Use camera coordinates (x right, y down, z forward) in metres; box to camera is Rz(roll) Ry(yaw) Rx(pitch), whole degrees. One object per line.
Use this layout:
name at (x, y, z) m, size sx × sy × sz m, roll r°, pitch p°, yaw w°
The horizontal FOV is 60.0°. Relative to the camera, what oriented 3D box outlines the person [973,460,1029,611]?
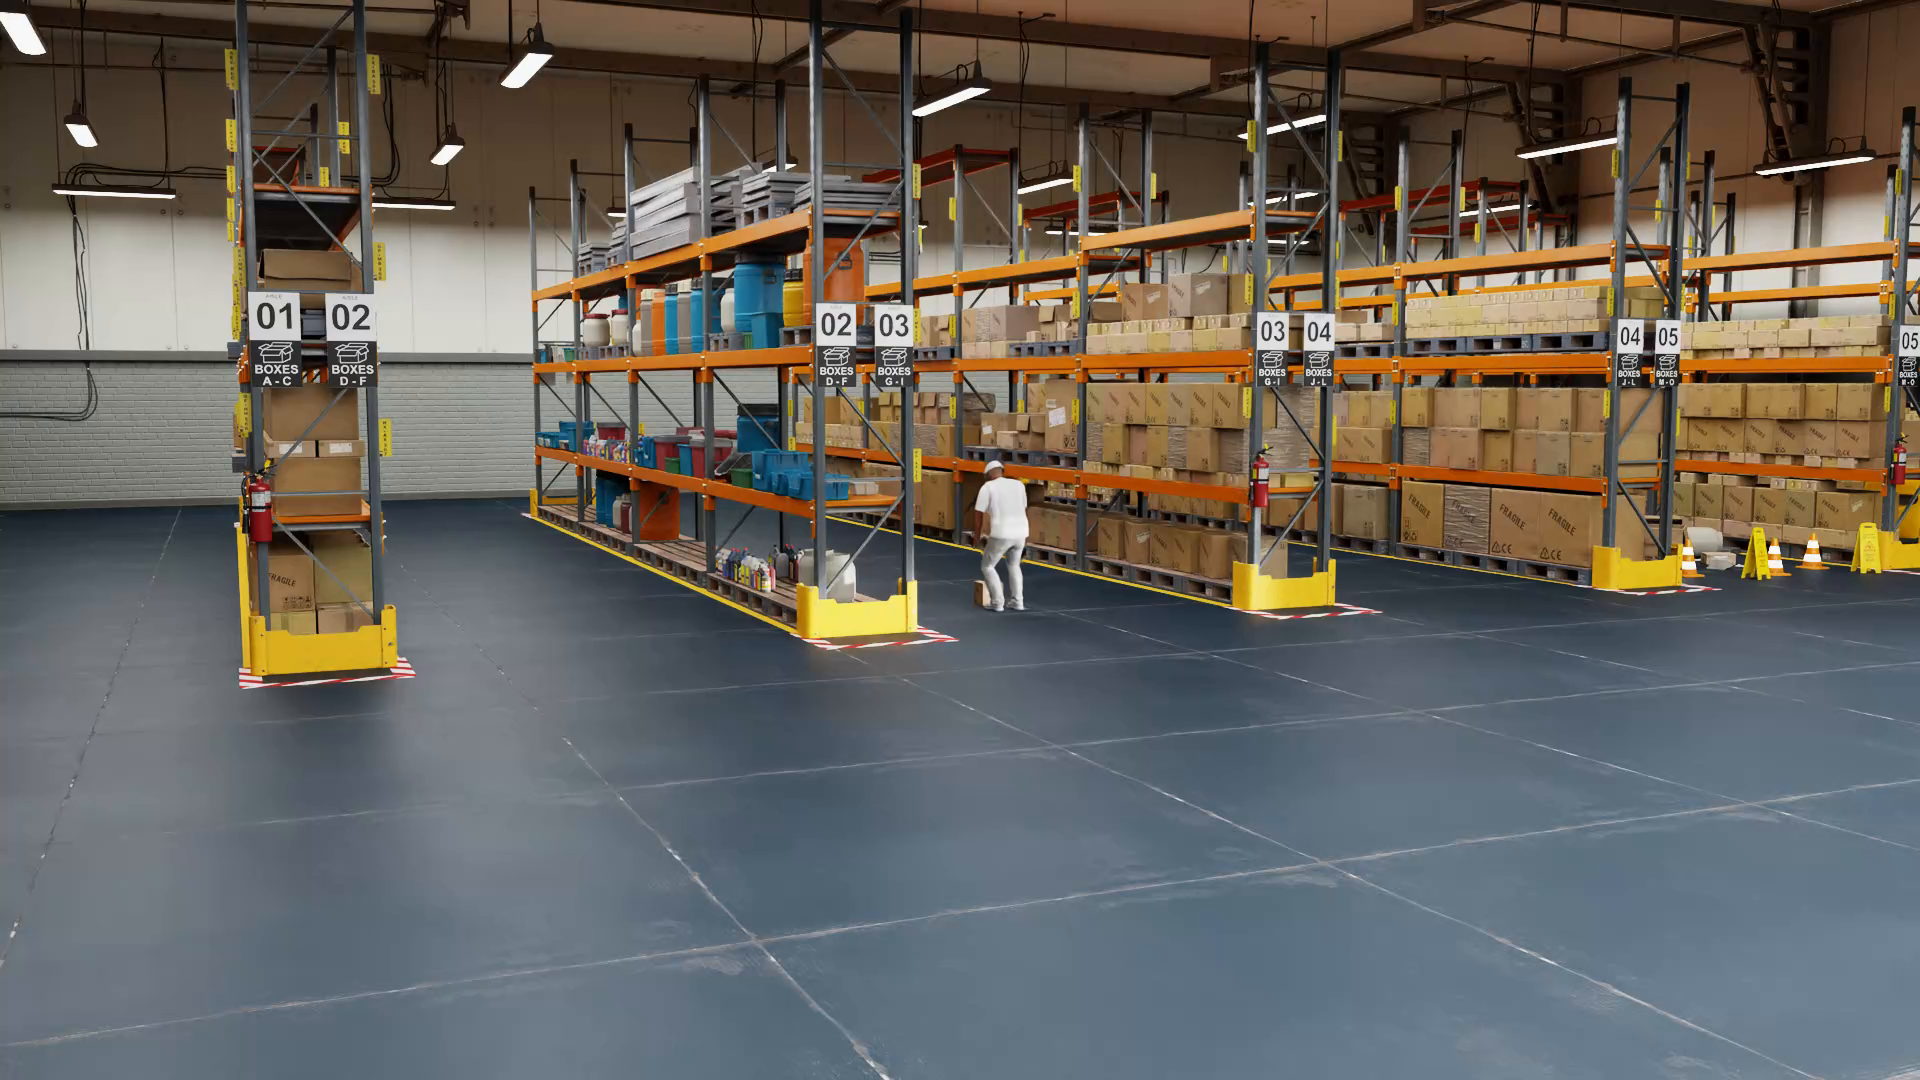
person at (0.444, -0.050, 18.007) m, size 0.616 × 1.614 × 0.599 m, roll -2°, pitch 6°, yaw -23°
